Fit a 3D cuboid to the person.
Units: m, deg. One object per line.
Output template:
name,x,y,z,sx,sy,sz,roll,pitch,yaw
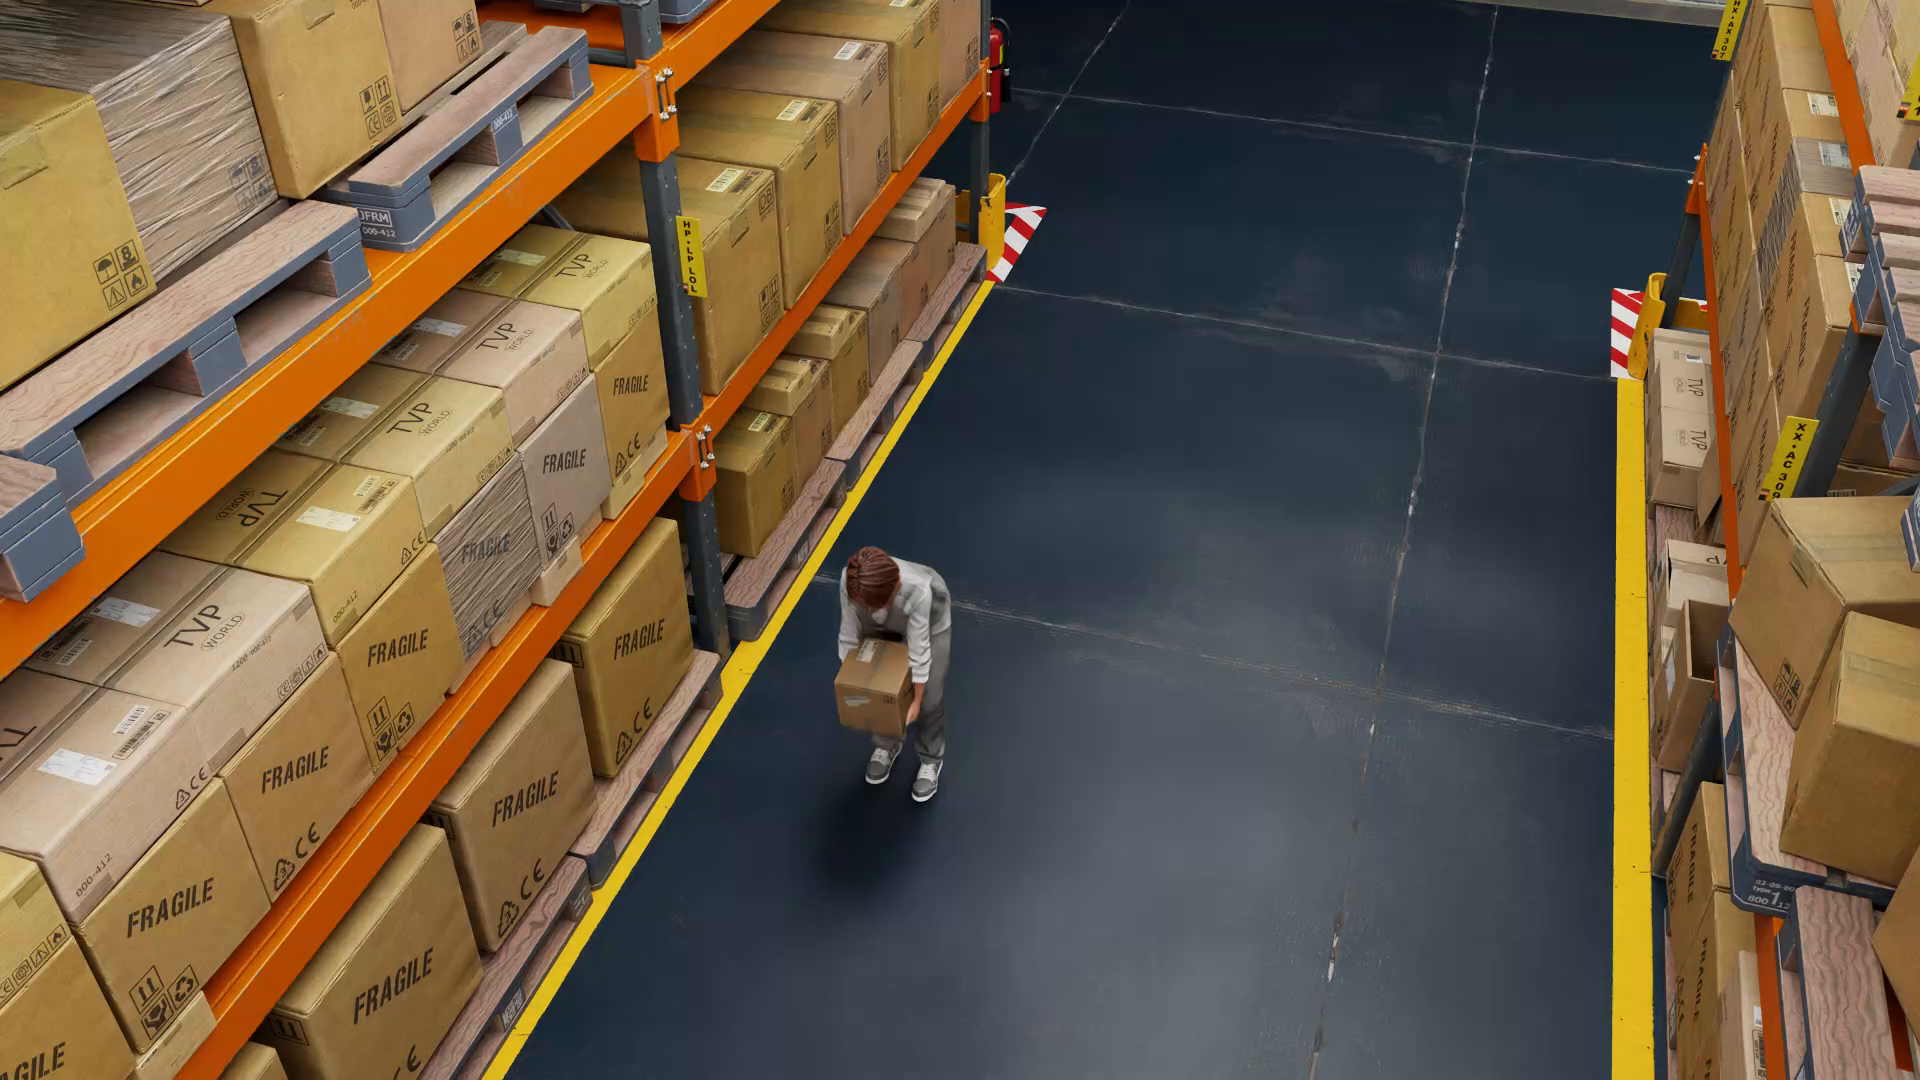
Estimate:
person,-0.258,0.535,6.462,0.376,1.285,0.690,11,39,13
